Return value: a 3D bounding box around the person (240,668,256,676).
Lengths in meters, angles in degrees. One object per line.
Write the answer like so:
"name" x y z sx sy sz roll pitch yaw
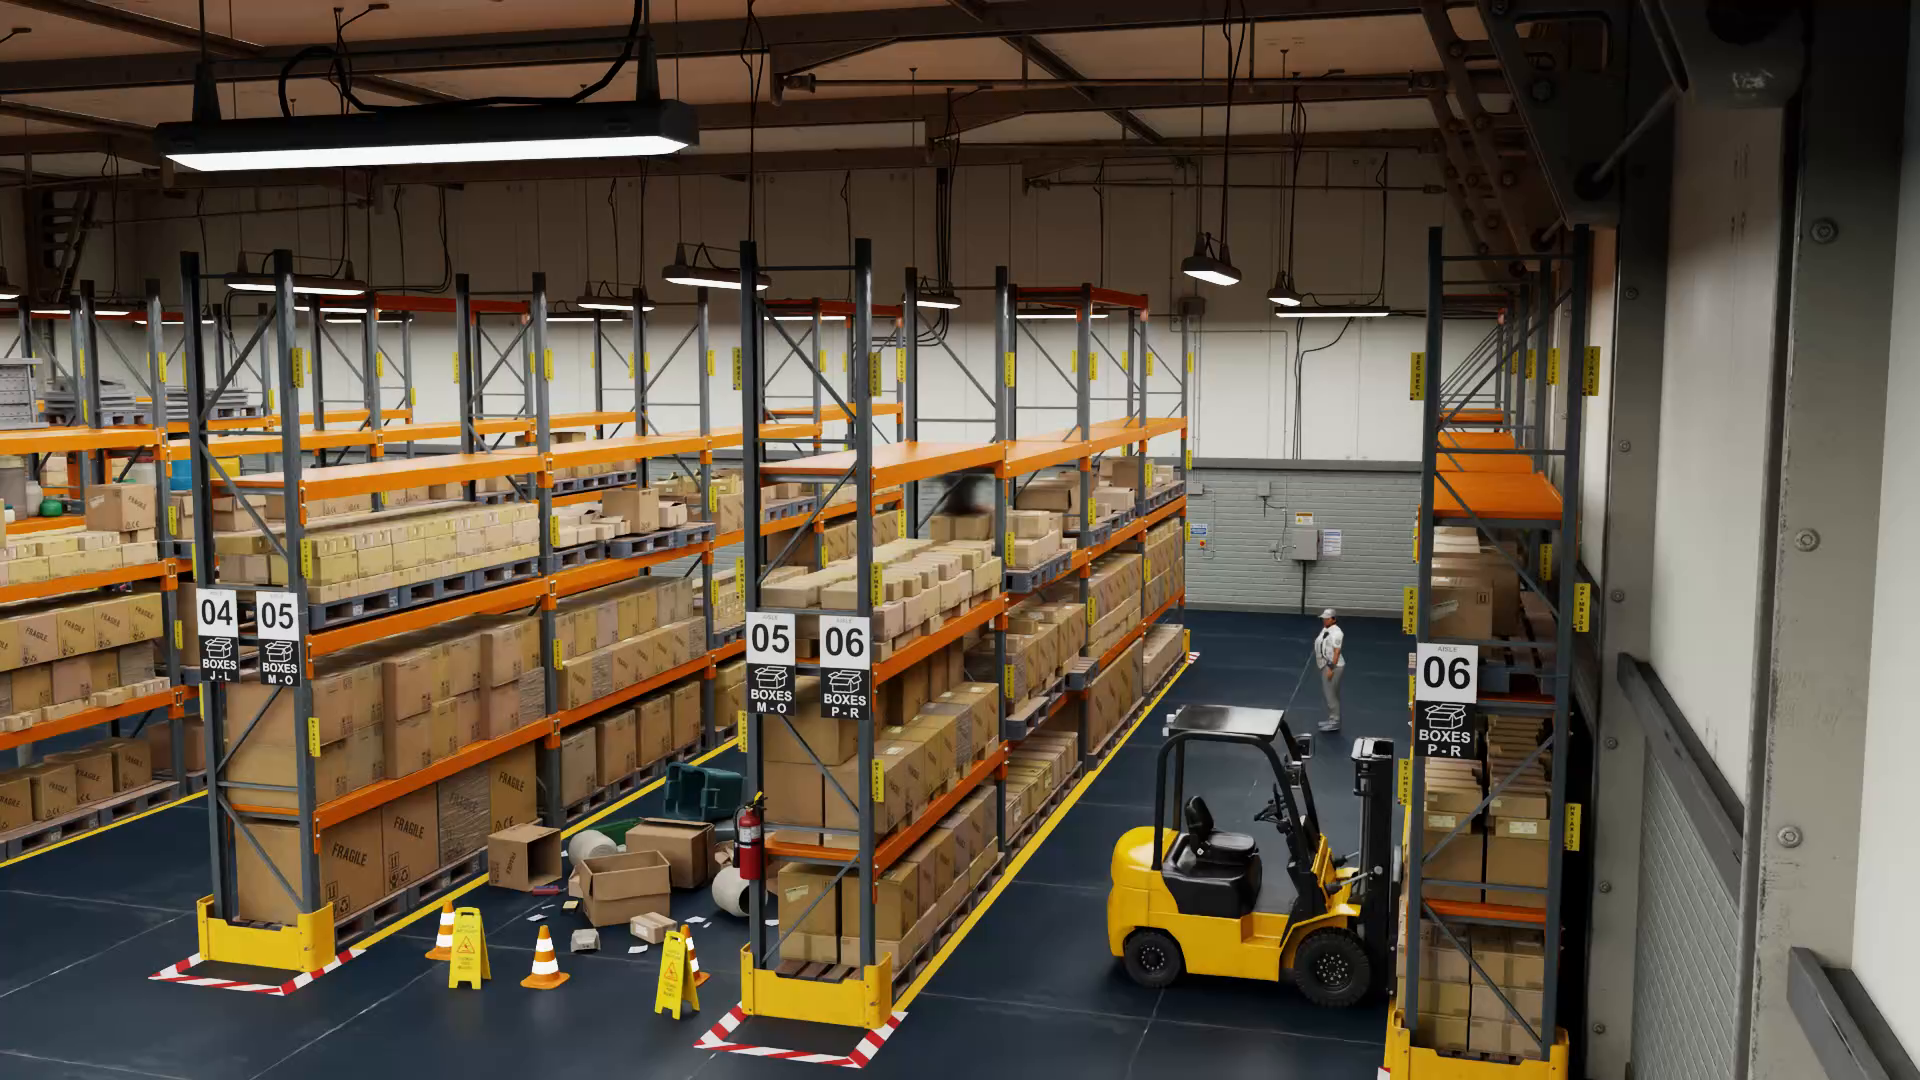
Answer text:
"person" -7.545 2.291 18.007 0.562 1.832 0.685 6 8 41

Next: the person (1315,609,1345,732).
"person" 5.088 1.780 22.900 0.398 1.662 0.504 0 6 3

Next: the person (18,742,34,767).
"person" -11.330 2.126 19.706 0.514 1.814 0.705 6 9 44
